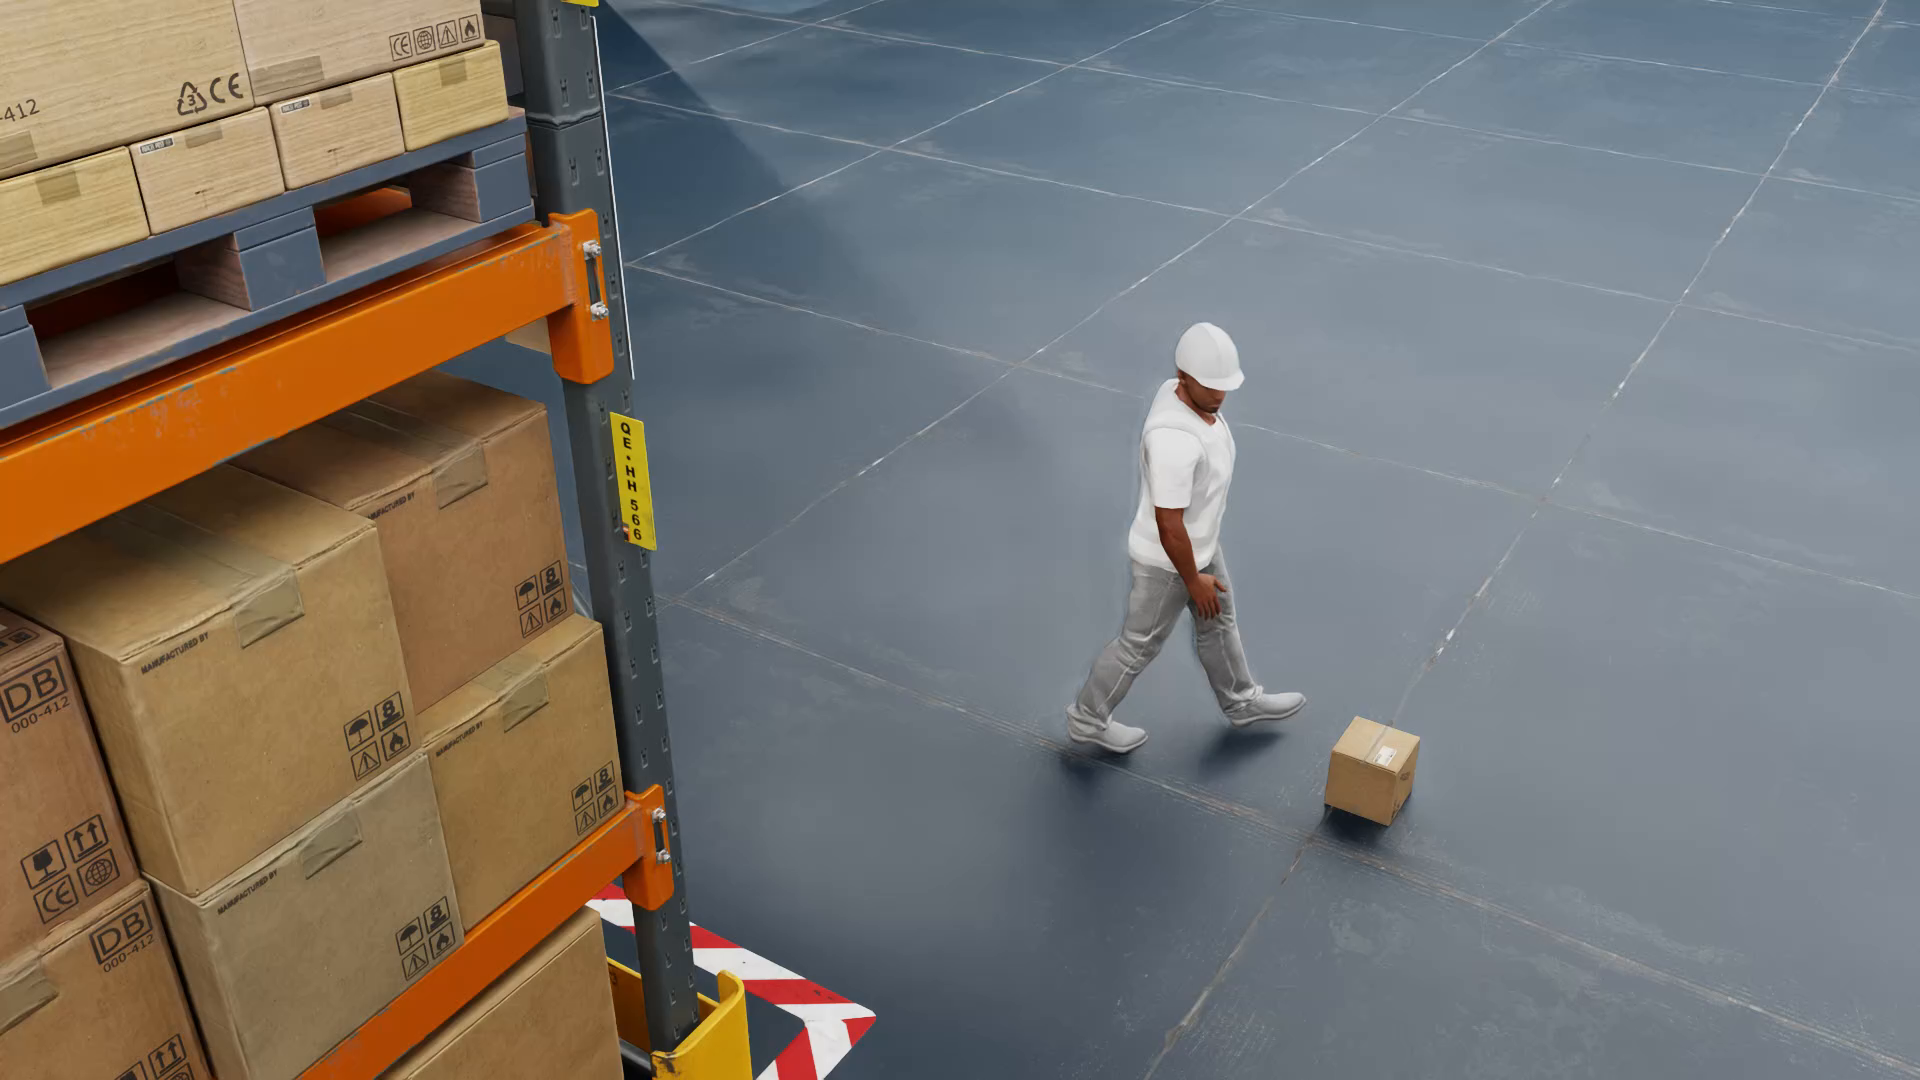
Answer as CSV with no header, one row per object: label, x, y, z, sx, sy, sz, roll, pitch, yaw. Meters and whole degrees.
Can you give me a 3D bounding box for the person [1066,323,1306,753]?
person,0.865,0.029,6.033,0.890,1.735,0.596,8,31,13
